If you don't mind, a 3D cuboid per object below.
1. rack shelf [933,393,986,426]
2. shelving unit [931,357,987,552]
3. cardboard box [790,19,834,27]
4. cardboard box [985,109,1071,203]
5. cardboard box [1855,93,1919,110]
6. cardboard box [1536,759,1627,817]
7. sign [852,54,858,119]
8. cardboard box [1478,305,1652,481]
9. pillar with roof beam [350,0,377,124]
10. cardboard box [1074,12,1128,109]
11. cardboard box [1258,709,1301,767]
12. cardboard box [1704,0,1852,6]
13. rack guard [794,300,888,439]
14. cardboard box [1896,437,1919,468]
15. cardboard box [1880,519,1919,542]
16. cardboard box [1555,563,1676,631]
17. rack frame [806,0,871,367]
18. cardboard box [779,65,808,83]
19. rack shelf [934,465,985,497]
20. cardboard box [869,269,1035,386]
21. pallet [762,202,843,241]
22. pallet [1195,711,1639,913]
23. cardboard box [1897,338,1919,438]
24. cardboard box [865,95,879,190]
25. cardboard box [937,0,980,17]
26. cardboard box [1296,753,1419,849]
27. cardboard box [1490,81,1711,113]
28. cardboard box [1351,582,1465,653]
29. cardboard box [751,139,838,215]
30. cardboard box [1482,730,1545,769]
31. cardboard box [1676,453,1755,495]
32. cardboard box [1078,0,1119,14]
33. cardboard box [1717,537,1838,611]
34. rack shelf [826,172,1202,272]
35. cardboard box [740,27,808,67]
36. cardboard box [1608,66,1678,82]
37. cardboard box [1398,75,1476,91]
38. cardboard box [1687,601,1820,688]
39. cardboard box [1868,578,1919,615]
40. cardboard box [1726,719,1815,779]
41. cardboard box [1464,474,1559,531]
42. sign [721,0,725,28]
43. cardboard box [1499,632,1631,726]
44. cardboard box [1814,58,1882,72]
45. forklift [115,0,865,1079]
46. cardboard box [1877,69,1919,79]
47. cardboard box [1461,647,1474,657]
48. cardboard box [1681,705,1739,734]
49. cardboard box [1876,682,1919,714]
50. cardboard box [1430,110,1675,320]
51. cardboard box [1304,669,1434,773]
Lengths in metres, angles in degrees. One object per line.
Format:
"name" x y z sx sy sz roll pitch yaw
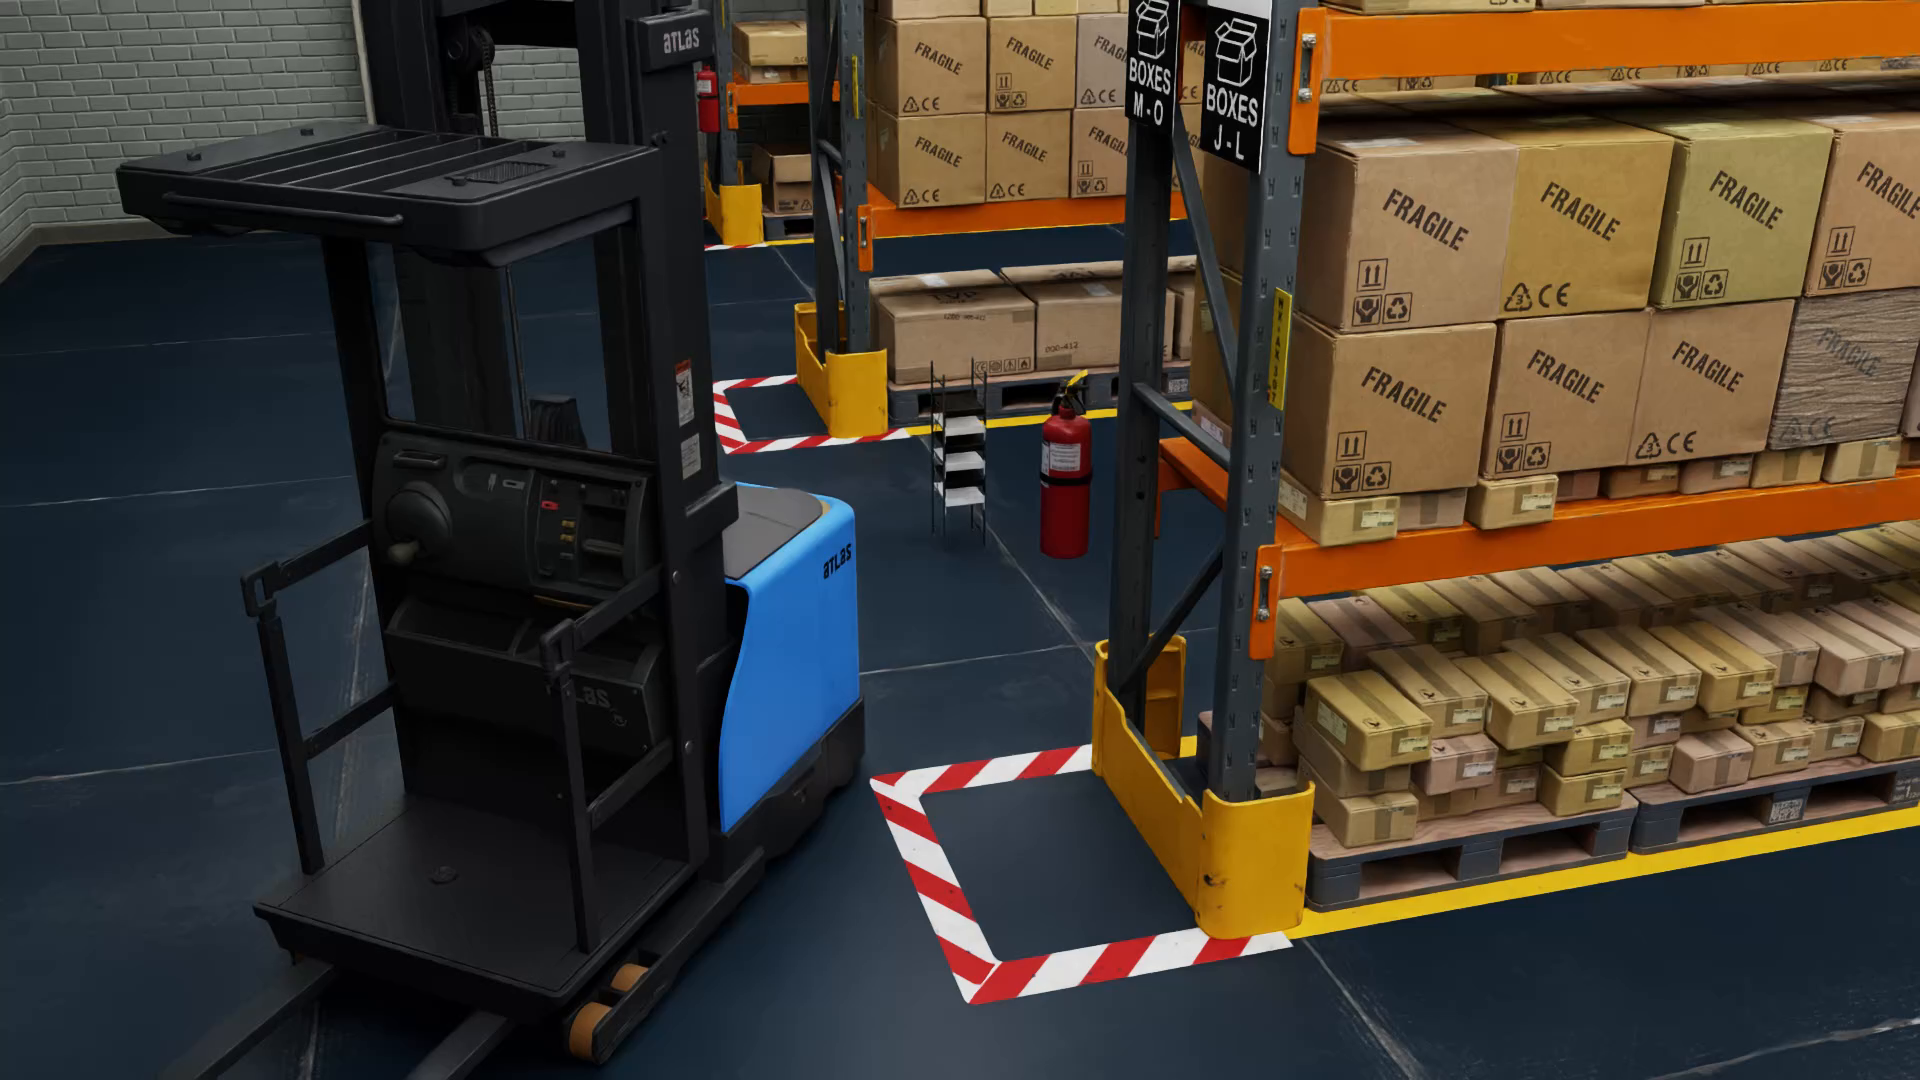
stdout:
"rack shelf" -0.008 -0.630 7.977 0.200 0.077 0.258 -6 24 -14
"shelving unit" -0.008 -0.413 8.071 0.210 0.900 0.258 -6 24 -14
"cardboard box" -1.182 -4.357 14.414 0.500 0.250 0.500 -6 24 -14
"cardboard box" 0.314 -2.254 9.572 0.500 0.500 0.500 -7 24 -15
"cardboard box" 3.208 -1.142 5.335 0.500 0.500 0.500 -6 24 -13
"cardboard box" 2.063 0.776 5.719 0.250 0.149 0.380 -6 24 -14
"sign" -0.561 -2.424 8.897 0.005 0.325 0.100 -6 24 -14
"cardboard box" 1.744 -0.525 5.166 0.500 0.500 0.500 -6 24 -14
"pillar with roof beam" -3.726 -5.263 9.103 0.400 9.000 9.100 -6 24 -14
"cardboard box" 0.823 -2.765 9.496 0.500 0.500 0.500 -6 24 -15
"cardboard box" 1.180 0.649 6.016 0.250 0.149 0.380 -6 24 -13
"cardboard box" 2.231 -1.707 4.811 0.500 0.250 0.500 -7 24 -16
"rack guard" -0.729 -1.050 10.063 0.348 0.500 1.175 -6 24 -14
"cardboard box" 3.109 -0.384 5.660 0.250 0.149 0.380 -7 24 -15
"cardboard box" 3.912 0.050 6.658 0.250 0.149 0.380 -5 24 -12
"cardboard box" 2.437 0.238 6.219 0.250 0.149 0.380 -7 24 -16
"rack frame" -0.705 -2.201 9.576 0.127 3.000 1.000 -6 24 -14
"cardboard box" -1.427 -3.946 13.960 0.250 0.149 0.380 -6 24 -13
"rack shelf" -0.008 -0.299 8.119 0.200 0.077 0.258 -6 24 -14
"cardboard box" -0.097 -1.325 10.251 0.875 0.438 0.875 -7 24 -16
"pallet" -1.209 -2.897 14.735 1.213 0.211 1.003 -6 24 -14
"pallet" 1.594 0.867 5.961 1.213 0.211 1.003 -6 24 -14
"cardboard box" 3.211 -0.675 5.516 0.500 0.500 0.500 -6 24 -15
"cardboard box" -0.312 -2.399 9.911 0.500 0.500 0.500 -6 24 -14
"cardboard box" -0.056 -2.993 9.203 0.250 0.149 0.380 -6 24 -13
"cardboard box" 1.320 0.850 5.548 0.250 0.149 0.380 -6 24 -13
"cardboard box" 2.088 -1.231 5.543 0.500 0.500 0.500 -5 24 -12
"cardboard box" 1.643 0.278 6.127 0.250 0.149 0.380 -7 24 -16
"cardboard box" -1.435 -3.160 14.445 0.637 0.503 0.797 -7 24 -16
"cardboard box" 1.794 0.622 5.702 0.250 0.149 0.380 -6 24 -14
"cardboard box" 2.362 -0.293 5.448 0.250 0.149 0.380 -7 24 -15
"cardboard box" 0.713 -3.060 9.359 0.250 0.149 0.380 -6 24 -14
"cardboard box" 3.169 0.128 6.476 0.250 0.149 0.380 -6 24 -13
"rack shelf" 1.220 -2.084 10.215 4.000 0.370 1.077 -6 24 -14
"cardboard box" -1.540 -4.099 13.812 0.500 0.250 0.500 -6 24 -14
"cardboard box" 4.130 -3.135 10.358 0.500 0.500 0.500 -6 24 -15
"cardboard box" 2.766 -2.978 9.991 0.500 0.500 0.500 -7 24 -15
"cardboard box" 2.803 0.373 5.904 0.250 0.149 0.380 -6 24 -14
"cardboard box" 3.564 0.291 6.096 0.250 0.149 0.380 -6 24 -13
"cardboard box" 2.806 0.680 5.944 0.250 0.149 0.380 -6 24 -14
"cardboard box" 1.637 -0.179 5.181 0.250 0.149 0.380 -7 24 -16
"sign" -1.903 -4.277 13.317 0.005 0.325 0.100 -6 24 -14
"cardboard box" 2.052 0.473 5.672 0.250 0.149 0.380 -8 24 -17
"cardboard box" 5.598 -3.296 10.733 0.500 0.500 0.500 -6 24 -14
"forklift" -1.392 -0.042 4.630 1.130 2.935 3.031 9 25 21
"cardboard box" 3.585 -1.384 5.900 0.500 0.500 0.500 -7 24 -16
"cardboard box" 1.947 0.437 6.132 0.250 0.149 0.380 -7 24 -15
"cardboard box" 2.550 0.527 5.924 0.250 0.149 0.380 -5 24 -12
"cardboard box" 3.344 0.469 6.059 0.250 0.149 0.380 -6 24 -13
"cardboard box" 1.717 -0.978 4.953 0.500 0.500 0.500 -6 24 -13
"cardboard box" 1.325 0.584 5.413 0.250 0.149 0.380 -7 24 -17
